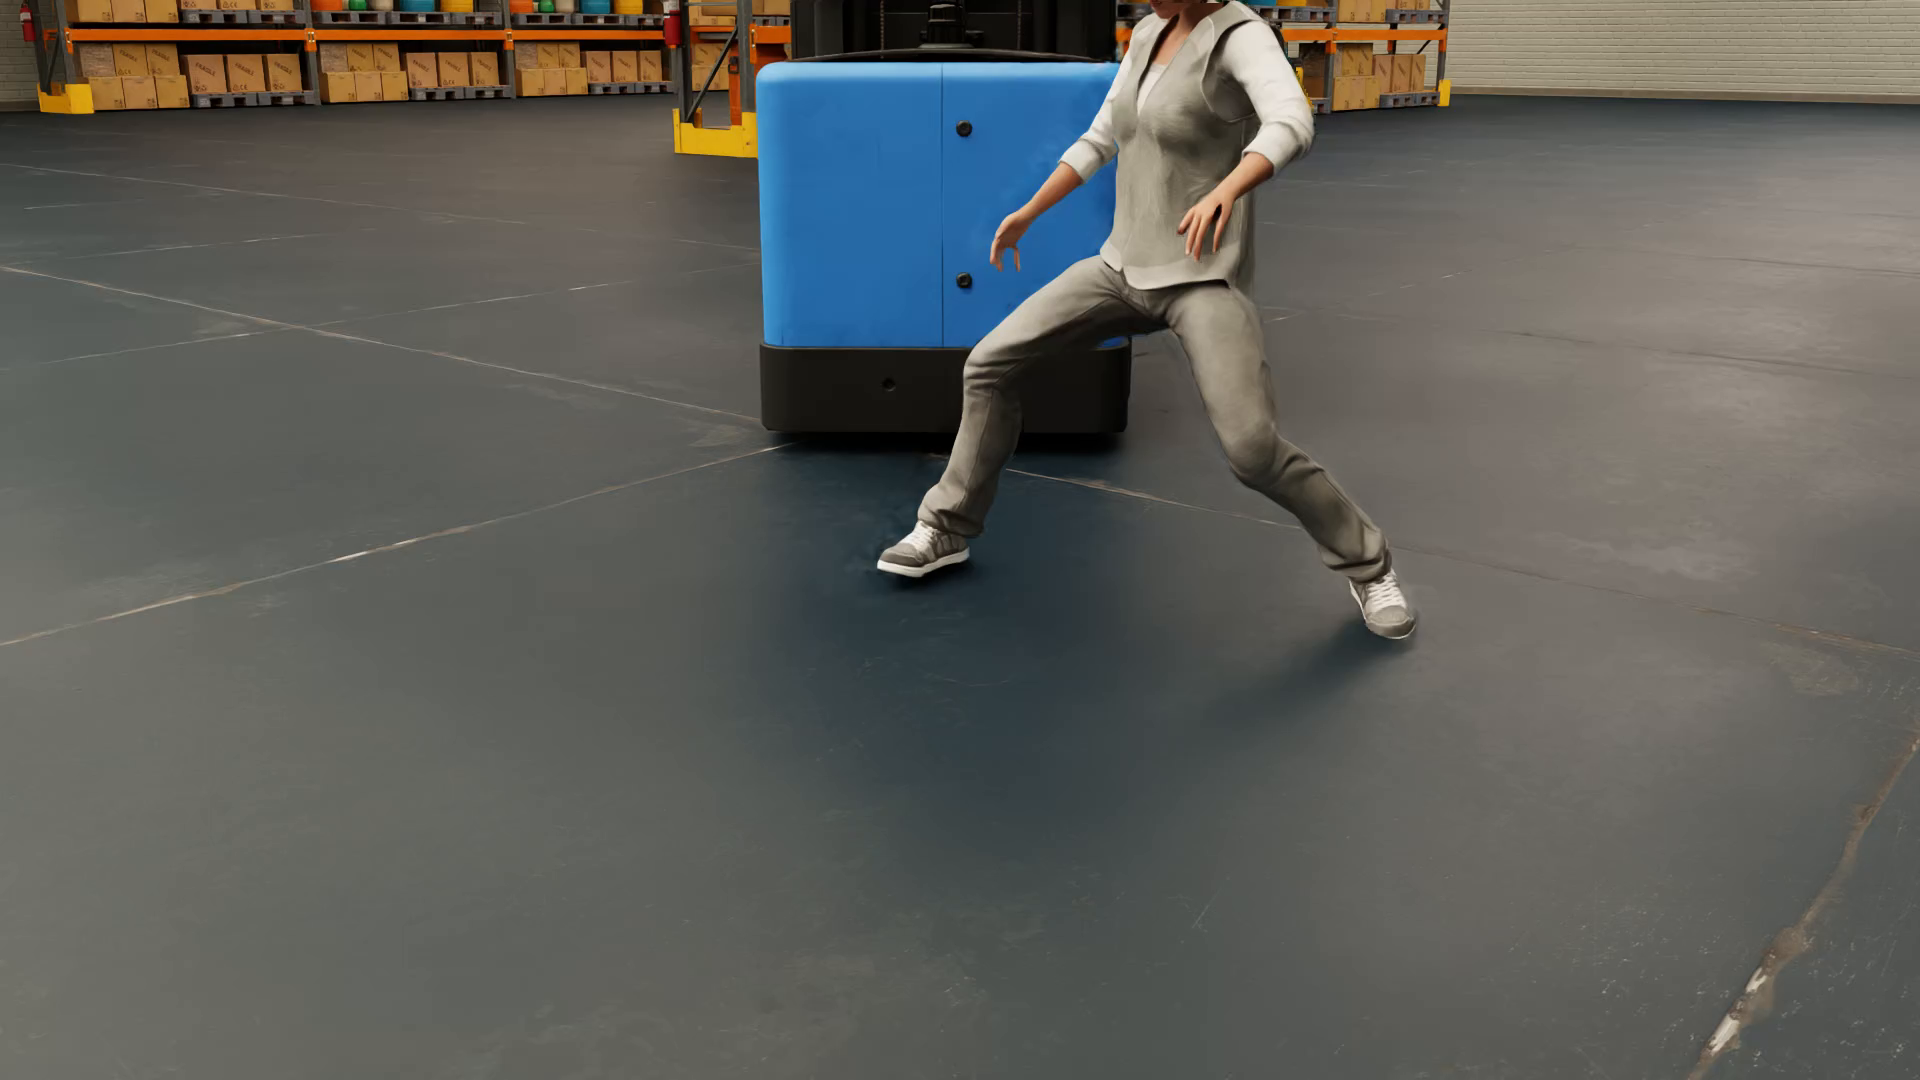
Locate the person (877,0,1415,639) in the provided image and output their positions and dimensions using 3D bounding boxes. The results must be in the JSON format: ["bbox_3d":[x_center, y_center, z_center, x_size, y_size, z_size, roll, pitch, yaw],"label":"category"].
[{"bbox_3d":[0.385,-0.533,3.324,0.874,1.435,0.925,-10,20,-30],"label":"person"}]

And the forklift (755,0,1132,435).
[{"bbox_3d":[-0.017,-2.075,5.732,1.130,2.935,3.031,0,17,1],"label":"forklift"}]
